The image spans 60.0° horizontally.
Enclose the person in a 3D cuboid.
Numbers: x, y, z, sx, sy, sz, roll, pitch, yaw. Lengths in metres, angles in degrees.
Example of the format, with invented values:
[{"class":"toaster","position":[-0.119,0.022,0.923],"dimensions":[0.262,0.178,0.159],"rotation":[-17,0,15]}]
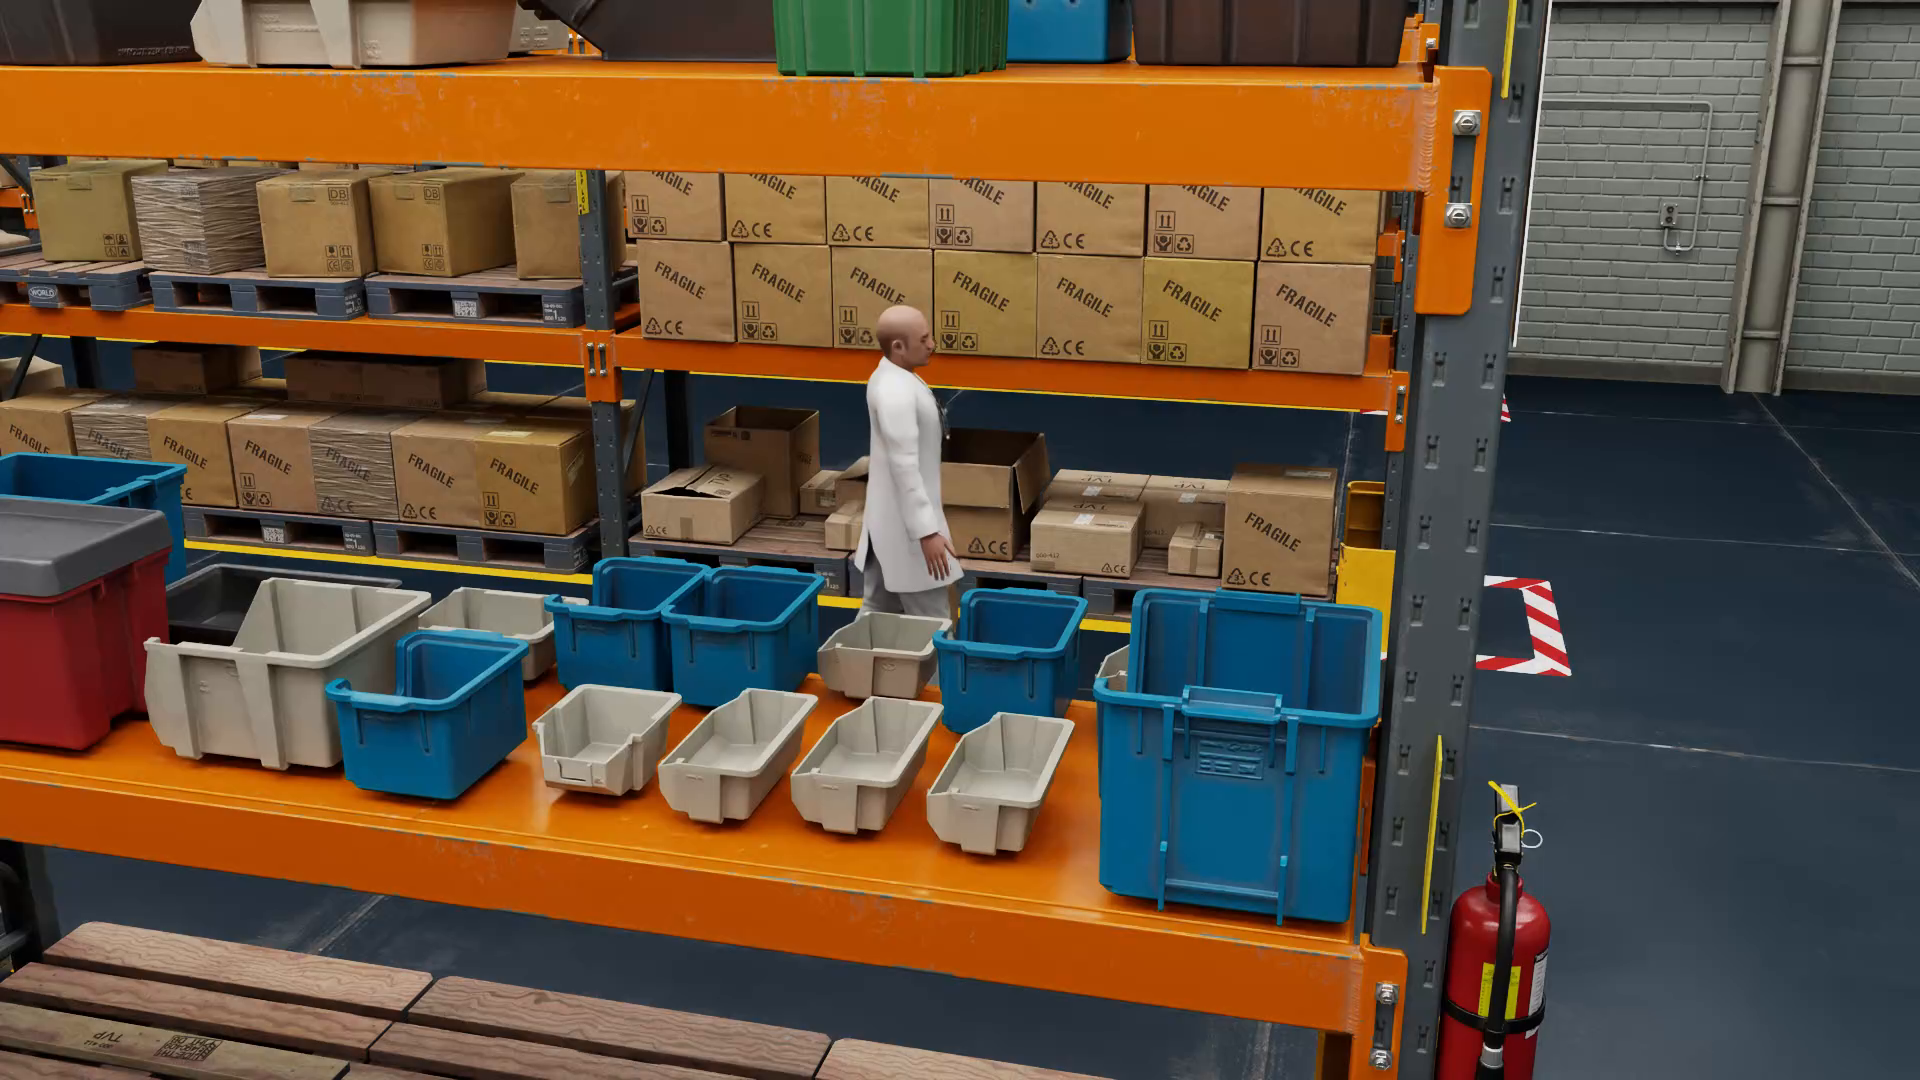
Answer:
[{"class":"person","position":[-0.143,-0.061,6.701],"dimensions":[0.667,1.772,0.711],"rotation":[-3,18,-10]}]
